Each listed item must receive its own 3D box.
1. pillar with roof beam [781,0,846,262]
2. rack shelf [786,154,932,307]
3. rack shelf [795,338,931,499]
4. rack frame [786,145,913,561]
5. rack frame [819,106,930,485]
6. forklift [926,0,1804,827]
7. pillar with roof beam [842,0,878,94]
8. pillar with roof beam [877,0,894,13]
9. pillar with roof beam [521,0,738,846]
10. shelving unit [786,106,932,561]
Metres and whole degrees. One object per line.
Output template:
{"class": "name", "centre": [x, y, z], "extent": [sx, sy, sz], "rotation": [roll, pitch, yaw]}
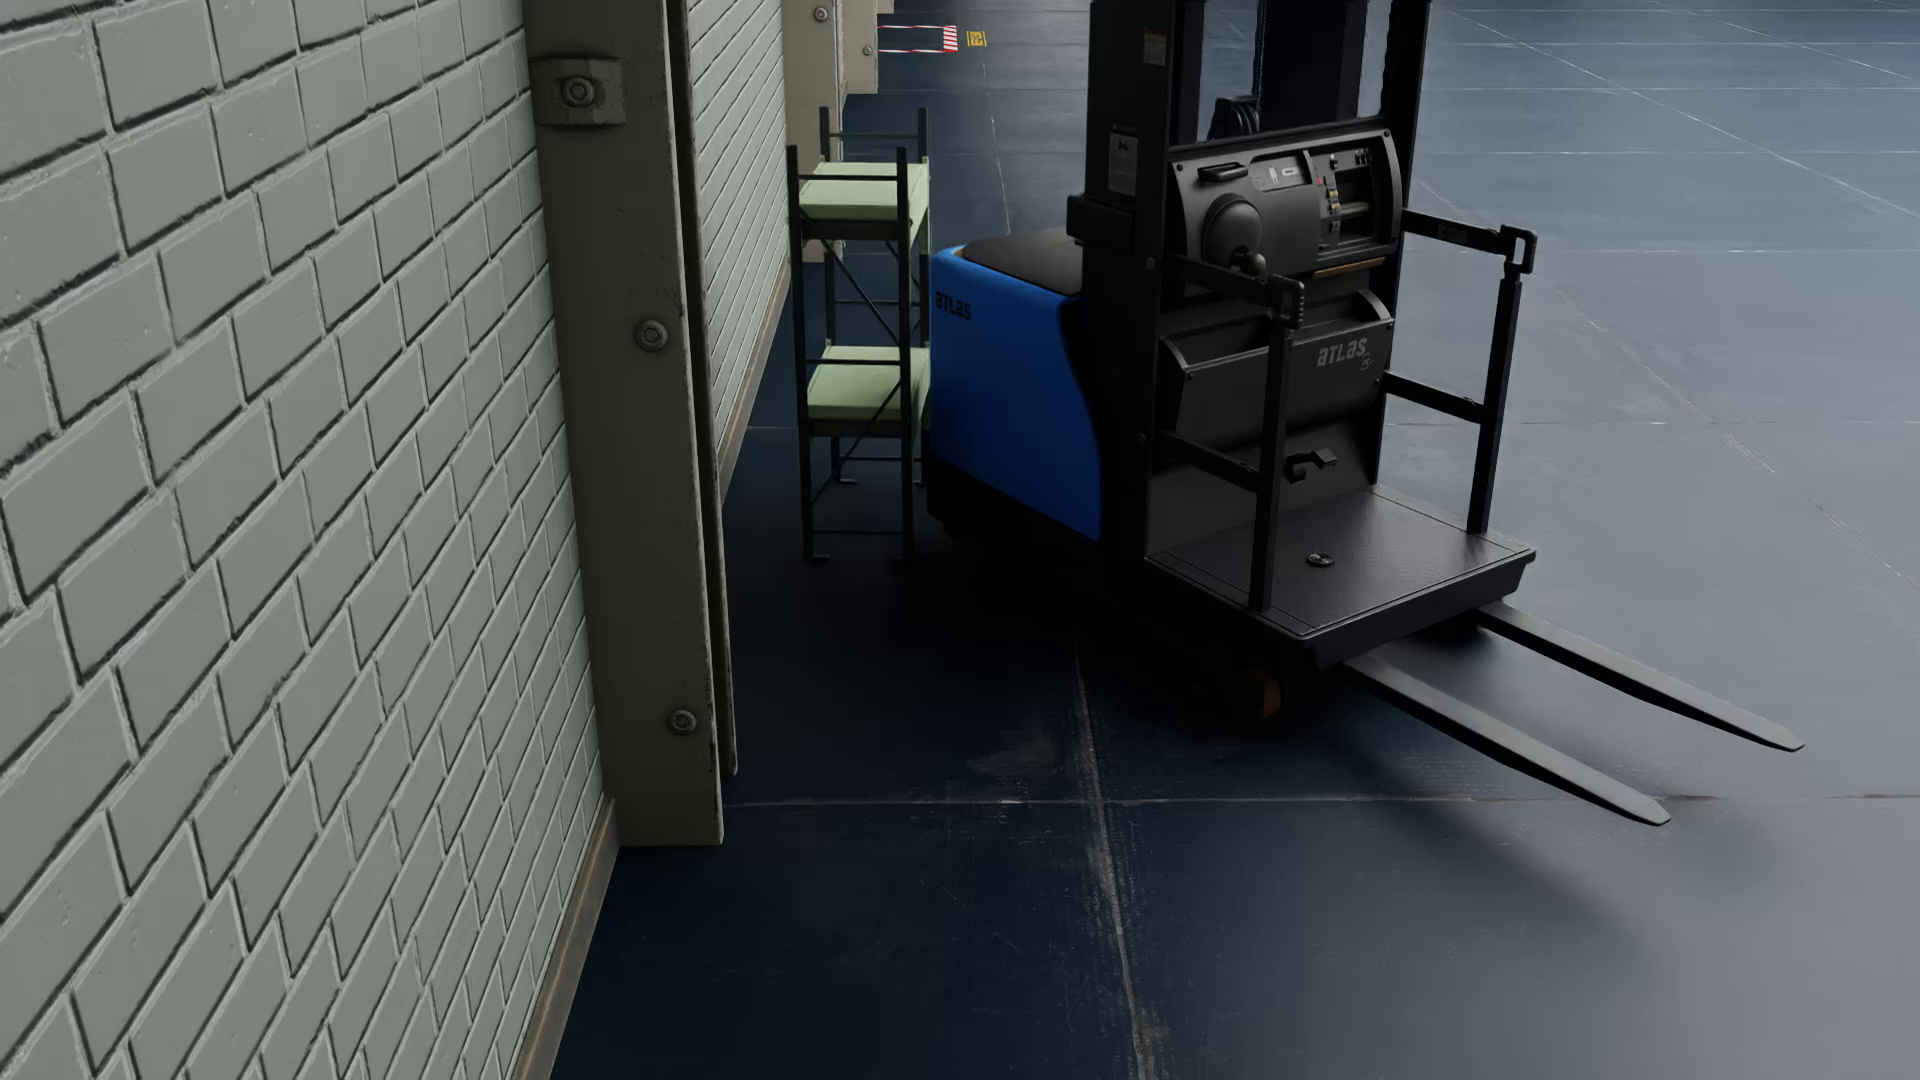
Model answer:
{"class": "pillar with roof beam", "centre": [3.445, -5.858, 8.281], "extent": [9.100, 9.000, 0.400], "rotation": [0, 24, -1]}
{"class": "rack shelf", "centre": [-0.347, -1.122, 5.963], "extent": [0.431, 0.370, 0.720], "rotation": [2, 24, 4]}
{"class": "rack shelf", "centre": [-0.347, -0.469, 6.258], "extent": [0.431, 0.370, 0.720], "rotation": [2, 24, 4]}
{"class": "rack frame", "centre": [-0.373, -0.616, 5.791], "extent": [0.400, 1.500, 0.023], "rotation": [2, 24, 4]}
{"class": "rack frame", "centre": [-0.321, -0.917, 6.456], "extent": [0.400, 1.500, 0.023], "rotation": [2, 24, 4]}
{"class": "forklift", "centre": [1.135, -1.010, 4.927], "extent": [1.130, 2.935, 3.031], "rotation": [-16, 29, -32]}
{"class": "pillar with roof beam", "centre": [3.379, -8.330, 13.748], "extent": [9.100, 9.000, 0.400], "rotation": [0, 24, -1]}
{"class": "pillar with roof beam", "centre": [3.314, -10.802, 19.214], "extent": [9.100, 9.000, 0.400], "rotation": [0, 24, -1]}
{"class": "pillar with roof beam", "centre": [3.510, -3.385, 2.815], "extent": [9.100, 9.000, 0.400], "rotation": [0, 24, -1]}
{"class": "shelving unit", "centre": [-0.347, -0.766, 6.123], "extent": [0.431, 1.500, 0.755], "rotation": [2, 24, 4]}
